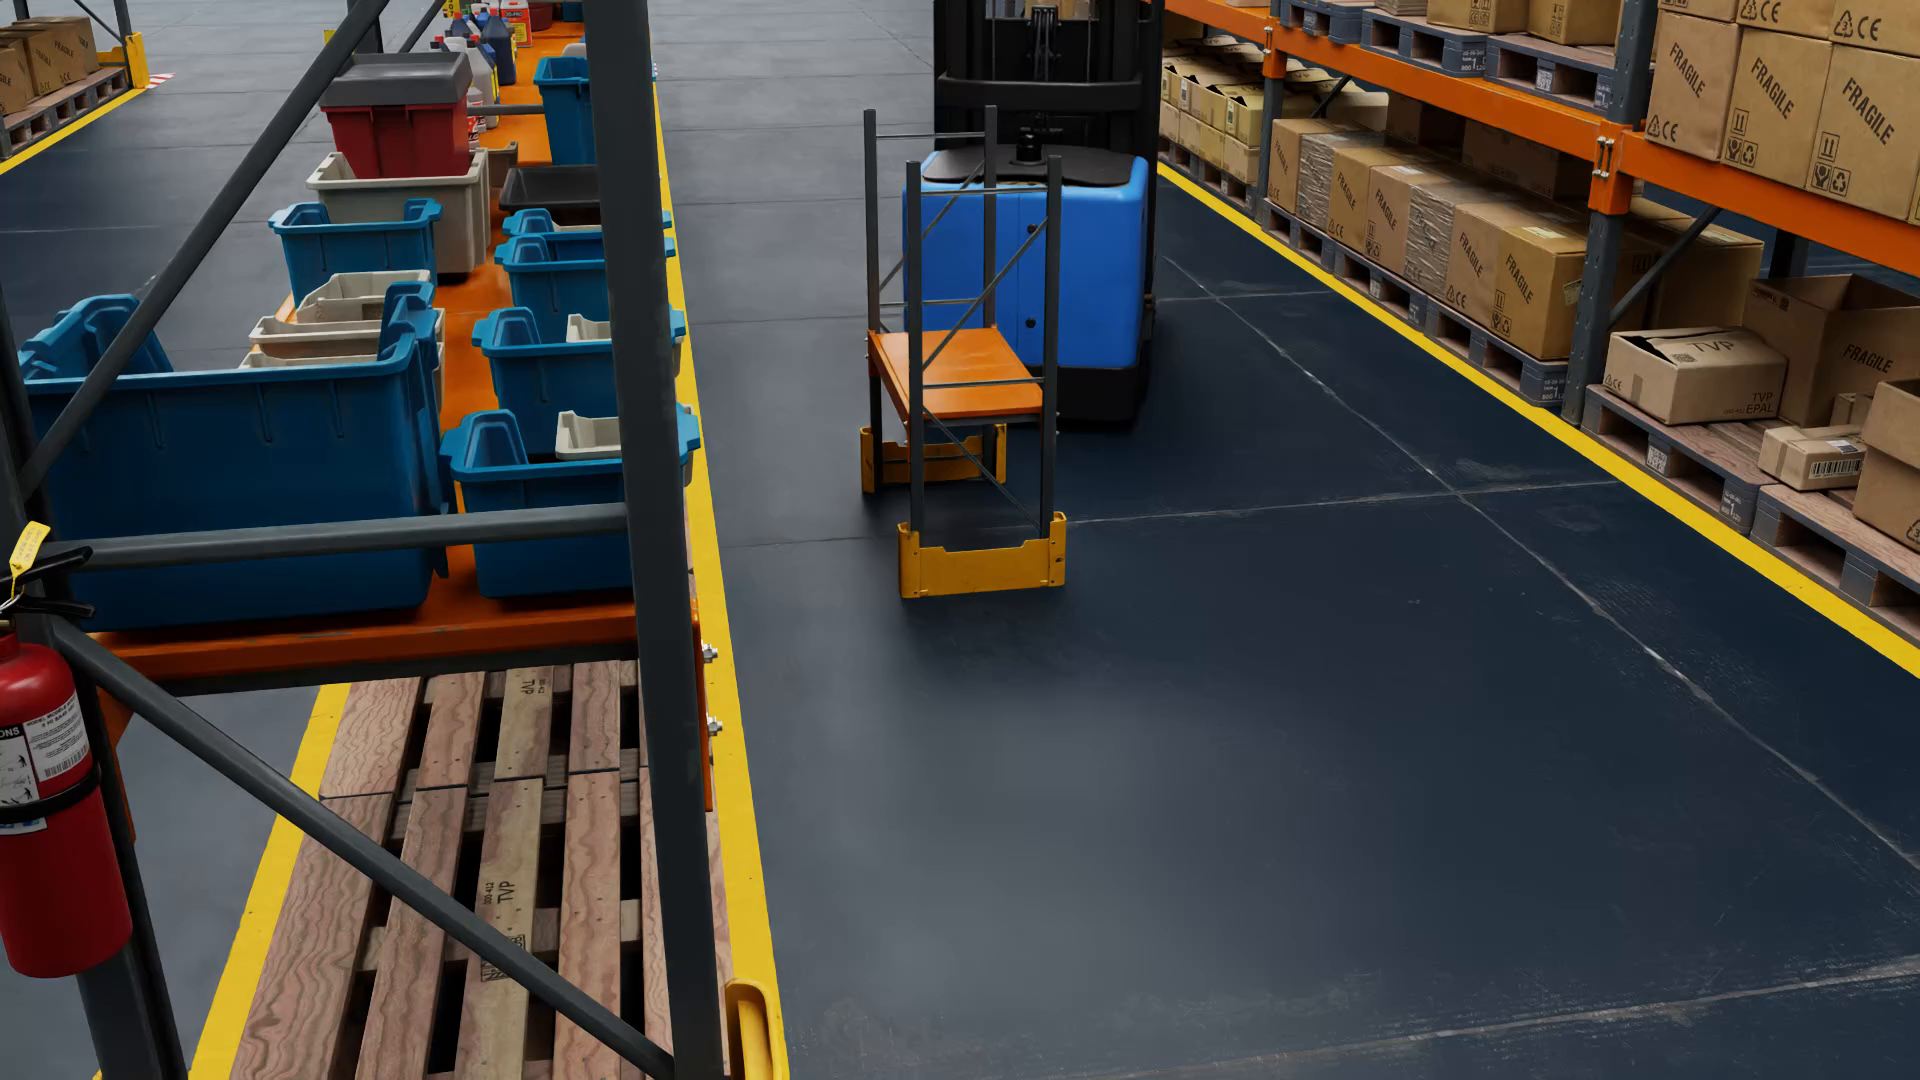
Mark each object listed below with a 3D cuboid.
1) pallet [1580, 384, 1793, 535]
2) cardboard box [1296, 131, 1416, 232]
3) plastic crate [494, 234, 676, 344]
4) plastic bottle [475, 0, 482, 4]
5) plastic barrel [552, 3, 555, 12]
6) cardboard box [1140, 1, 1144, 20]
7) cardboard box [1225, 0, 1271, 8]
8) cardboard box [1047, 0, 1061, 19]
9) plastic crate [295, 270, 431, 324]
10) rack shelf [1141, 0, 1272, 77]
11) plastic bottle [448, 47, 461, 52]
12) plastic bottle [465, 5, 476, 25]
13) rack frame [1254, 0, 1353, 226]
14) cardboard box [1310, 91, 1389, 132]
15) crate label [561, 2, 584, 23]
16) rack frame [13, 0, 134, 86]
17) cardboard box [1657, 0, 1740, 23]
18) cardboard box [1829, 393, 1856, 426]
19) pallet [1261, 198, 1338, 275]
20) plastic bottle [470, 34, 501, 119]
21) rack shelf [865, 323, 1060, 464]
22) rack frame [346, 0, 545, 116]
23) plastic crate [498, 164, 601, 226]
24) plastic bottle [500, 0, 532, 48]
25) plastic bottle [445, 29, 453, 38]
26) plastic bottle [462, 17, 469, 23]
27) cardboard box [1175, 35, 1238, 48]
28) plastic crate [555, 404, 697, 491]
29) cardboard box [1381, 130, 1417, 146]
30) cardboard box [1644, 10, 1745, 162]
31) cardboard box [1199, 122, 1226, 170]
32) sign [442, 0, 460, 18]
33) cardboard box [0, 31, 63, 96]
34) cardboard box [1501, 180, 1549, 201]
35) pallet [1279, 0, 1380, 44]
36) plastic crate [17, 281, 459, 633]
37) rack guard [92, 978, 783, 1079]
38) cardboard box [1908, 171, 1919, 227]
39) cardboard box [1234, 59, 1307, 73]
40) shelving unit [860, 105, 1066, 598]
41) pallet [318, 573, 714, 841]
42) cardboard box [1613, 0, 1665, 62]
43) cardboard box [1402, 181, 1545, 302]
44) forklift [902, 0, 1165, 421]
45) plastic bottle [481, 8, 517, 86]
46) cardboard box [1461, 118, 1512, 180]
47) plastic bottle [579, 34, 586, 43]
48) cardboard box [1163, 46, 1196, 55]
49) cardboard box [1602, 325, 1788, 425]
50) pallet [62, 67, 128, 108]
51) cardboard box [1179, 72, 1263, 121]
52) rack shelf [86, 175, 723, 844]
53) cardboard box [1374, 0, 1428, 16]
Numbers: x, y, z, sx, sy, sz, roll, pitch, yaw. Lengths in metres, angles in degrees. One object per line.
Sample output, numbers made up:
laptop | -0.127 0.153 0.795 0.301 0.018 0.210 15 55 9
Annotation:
pallet | 3.335 -0.387 6.873 1.003 0.211 1.213 -4 24 -10
cardboard box | 2.375 -2.159 10.019 0.500 0.500 0.500 -5 24 -12
plastic crate | -0.885 -0.587 3.980 0.416 0.233 0.300 -4 24 -10
plastic bottle | -2.642 -2.843 9.172 0.097 0.271 0.097 0 24 0
plastic barrel | -2.799 -3.584 10.568 0.421 0.512 0.421 0 24 0
cardboard box | 1.852 -4.760 15.374 0.500 0.500 0.500 -4 24 -10
cardboard box | 2.032 -3.727 11.349 0.380 0.149 0.250 -4 24 -10
cardboard box | 1.146 -5.114 16.185 0.500 0.500 0.500 -4 24 -10
plastic crate | -1.436 -0.549 4.013 0.298 0.136 0.250 -4 24 -10
rack shelf | 2.100 -3.966 12.481 1.077 0.370 4.000 -4 24 -10
plastic bottle | -2.211 -1.987 7.206 0.152 0.276 0.135 -4 24 -10
plastic bottle | -2.571 -2.658 8.734 0.061 0.283 0.133 -4 24 -10
rack frame | 2.470 -3.509 10.536 1.000 3.000 0.127 -4 24 -10
cardboard box | 2.662 -2.926 11.411 0.500 0.311 0.500 -4 24 -8
crate label | -2.317 -3.571 10.633 0.502 0.435 0.616 -4 24 -10
rack frame | -8.746 -5.924 16.065 1.000 3.000 0.127 -4 24 -10
cardboard box | 3.020 -2.233 6.241 0.500 0.500 0.500 -4 24 -8
cardboard box | 3.722 -0.484 6.623 0.380 0.149 0.250 -4 24 -10
pallet | 2.571 -1.934 10.415 1.003 0.211 1.213 -4 24 -10
plastic bottle | -2.043 -1.968 7.071 0.144 0.351 0.185 -4 24 -10
rack shelf | -0.016 -0.556 6.099 0.538 0.185 1.000 -4 24 -10
rack frame | -1.659 -1.570 6.097 1.000 3.000 0.127 -4 24 -10
plastic crate | -1.188 -1.051 5.178 0.437 0.125 0.590 -4 24 -10
plastic bottle | -2.487 -2.904 9.306 0.152 0.276 0.135 -4 24 -10
plastic bottle | -2.366 -2.222 7.735 0.061 0.283 0.133 -4 24 -10
plastic bottle | -2.471 -2.479 8.340 0.097 0.271 0.097 0 24 0
cardboard box | 2.087 -4.133 14.176 0.500 0.311 0.500 -4 24 -10
plastic crate | -0.620 -0.157 3.117 0.250 0.136 0.298 -4 24 -10
cardboard box | 2.873 -2.214 10.146 0.500 0.500 0.500 -3 24 -8
cardboard box | 3.036 -1.761 6.408 0.500 0.500 0.500 -4 24 -8
cardboard box | 2.034 -2.832 11.898 0.500 0.250 0.500 -5 24 -10
sign | -2.938 -3.175 9.568 0.100 0.325 0.005 -4 24 -10
cardboard box | -8.405 -4.244 14.817 0.500 0.500 0.500 -2 24 -5
cardboard box | 3.165 -1.606 8.752 0.500 0.500 0.500 -4 24 -9
pallet | 2.664 -3.159 9.976 1.213 0.211 1.003 -4 24 -10
plastic crate | -1.165 -0.158 2.746 0.616 0.435 0.499 -4 24 -10
rack guard | -0.902 1.157 2.976 1.175 0.500 0.348 -4 24 -10
cardboard box | 3.319 -1.162 5.039 0.500 0.500 0.500 -5 24 -10
cardboard box | 2.368 -3.535 12.806 0.500 0.311 0.500 -5 24 -10
shelving unit | -0.014 -0.717 6.018 0.587 1.500 1.083 -4 24 -10
pallet | -1.256 0.475 4.899 1.003 0.211 1.213 -4 24 -10
cardboard box | 3.342 -2.376 7.294 0.700 0.500 0.500 -13 27 -27
cardboard box | 2.661 -1.557 8.640 0.500 0.500 0.500 -4 24 -9
forklift | 0.452 -2.418 8.125 1.130 2.935 3.031 3 24 7
plastic bottle | -2.230 -2.382 8.019 0.144 0.351 0.185 -4 24 -10
cardboard box | 3.081 -2.134 9.025 0.500 0.250 0.500 -5 24 -11
plastic bottle | -1.757 -2.290 7.907 0.097 0.271 0.097 0 24 0
cardboard box | 1.649 -3.893 13.626 0.500 0.311 0.500 -5 24 -10
cardboard box | 3.074 -0.724 6.969 0.500 0.311 0.500 -4 24 -10
pallet | -8.616 -4.294 15.817 1.003 0.211 1.213 -4 24 -10
cardboard box | 1.938 -3.289 12.242 0.500 0.311 0.500 -4 24 -10
rack shelf | -1.289 -0.454 4.440 1.077 0.370 4.000 -4 24 -10
cardboard box | 2.678 -3.134 9.028 0.700 0.500 0.500 0 24 0
